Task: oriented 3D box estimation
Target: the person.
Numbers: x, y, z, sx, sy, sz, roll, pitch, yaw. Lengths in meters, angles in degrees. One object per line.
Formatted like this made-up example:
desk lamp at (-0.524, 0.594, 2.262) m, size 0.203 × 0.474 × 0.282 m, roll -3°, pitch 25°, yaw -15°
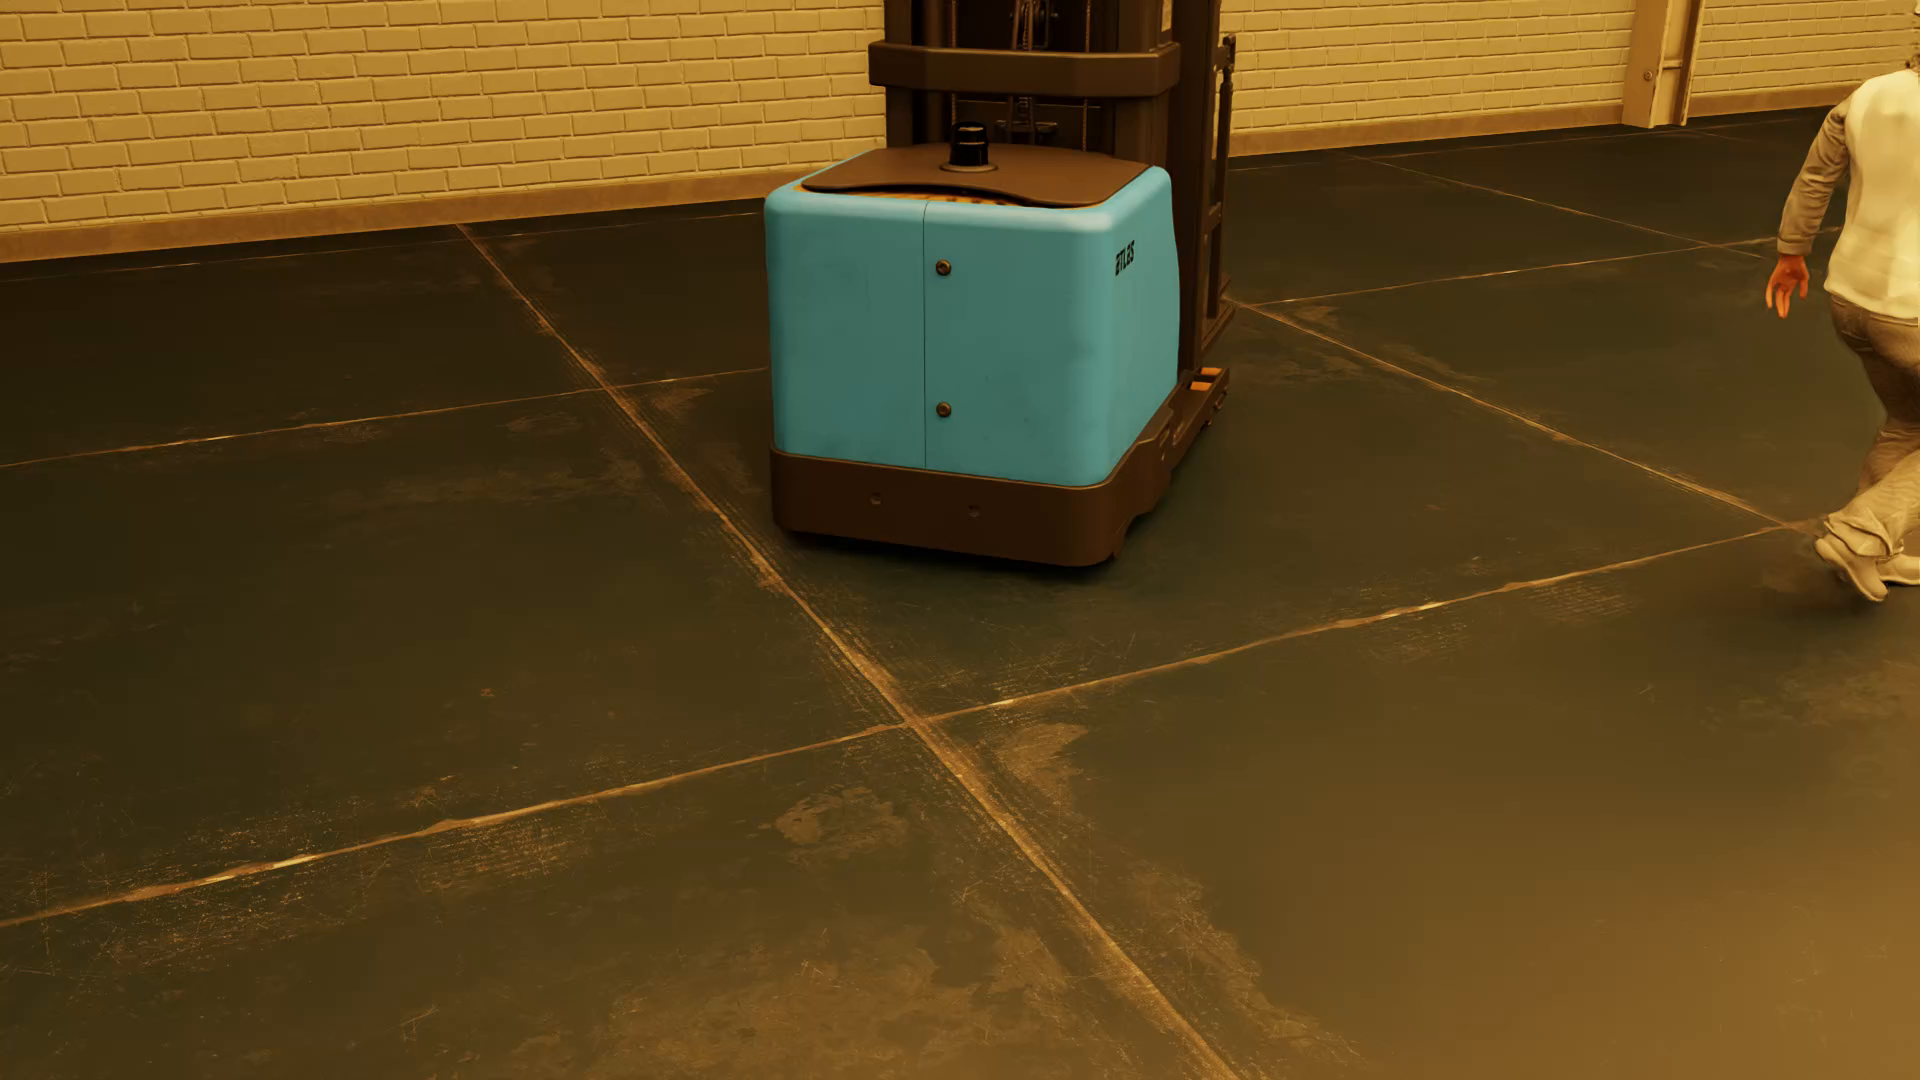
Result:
person at (2.579, -0.669, 4.483) m, size 0.555 × 1.725 × 0.705 m, roll -3°, pitch 23°, yaw -8°

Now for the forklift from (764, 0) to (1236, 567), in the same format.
forklift at (0.384, -1.813, 5.651) m, size 1.130 × 2.935 × 3.031 m, roll 7°, pitch 24°, yaw 17°
